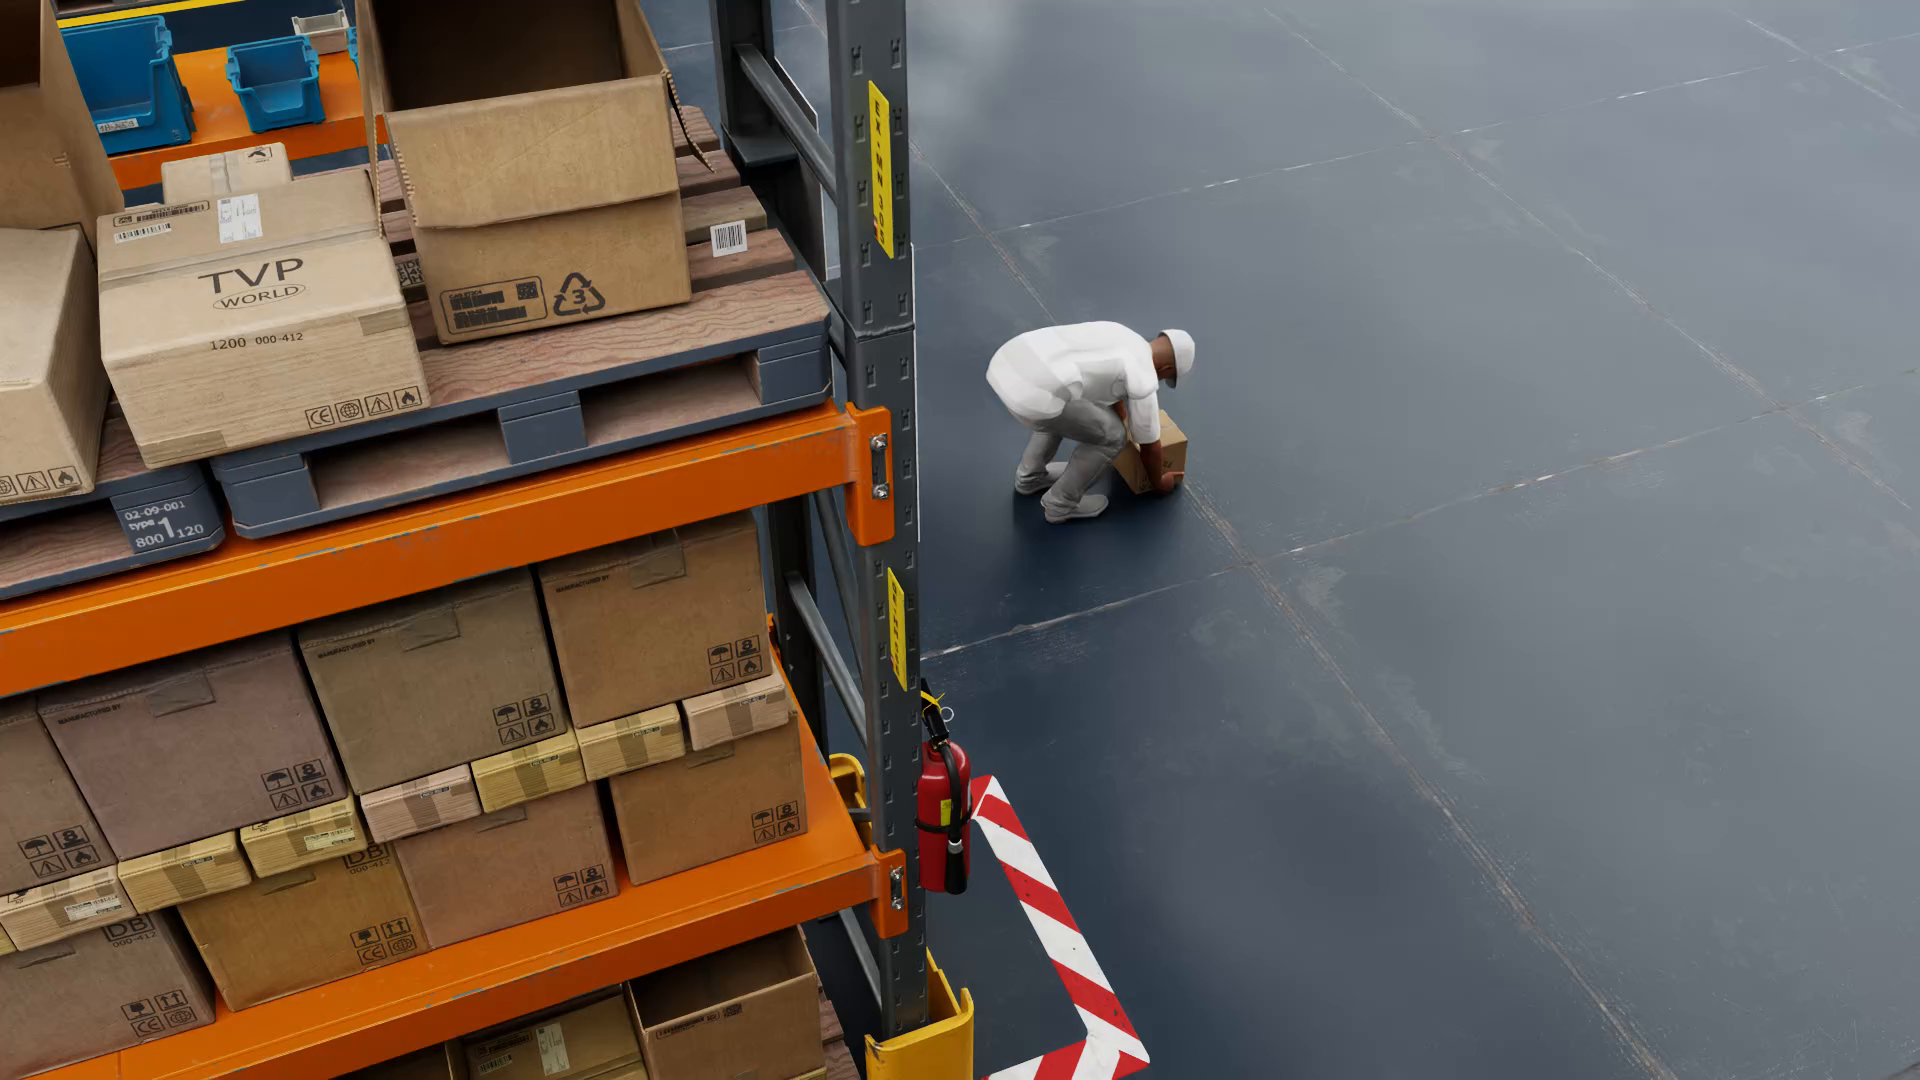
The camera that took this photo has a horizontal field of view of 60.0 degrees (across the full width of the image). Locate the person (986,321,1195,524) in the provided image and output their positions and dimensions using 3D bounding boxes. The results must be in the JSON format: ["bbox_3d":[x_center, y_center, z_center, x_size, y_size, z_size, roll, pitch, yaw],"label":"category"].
[{"bbox_3d":[0.596,-0.579,7.429,0.975,0.925,0.500,-17,44,-19],"label":"person"}]
